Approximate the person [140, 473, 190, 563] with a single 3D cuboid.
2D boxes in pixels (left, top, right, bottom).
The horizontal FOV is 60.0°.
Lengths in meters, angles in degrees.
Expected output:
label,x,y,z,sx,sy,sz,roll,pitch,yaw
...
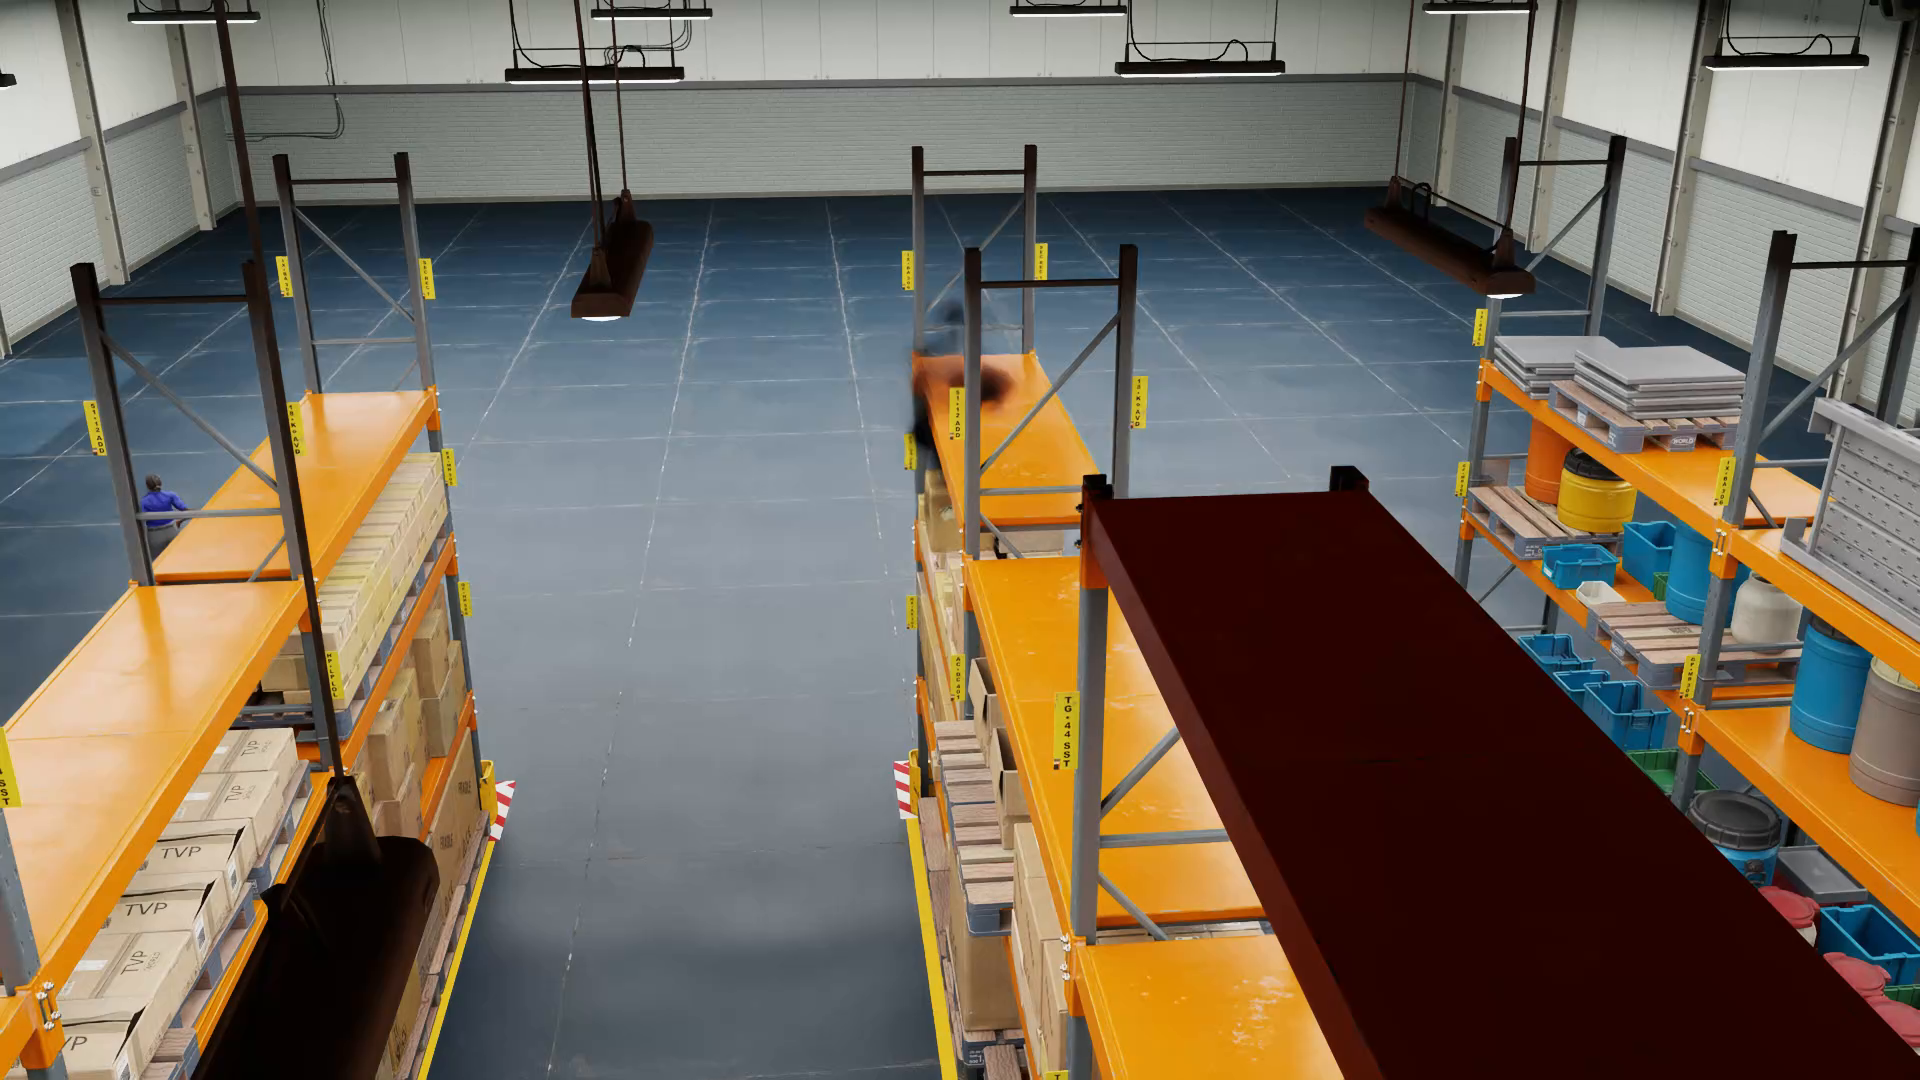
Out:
label,x,y,z,sx,sy,sz,roll,pitch,yaw
person,-9.329,-0.024,19.496,0.785,1.620,0.588,19,28,39
